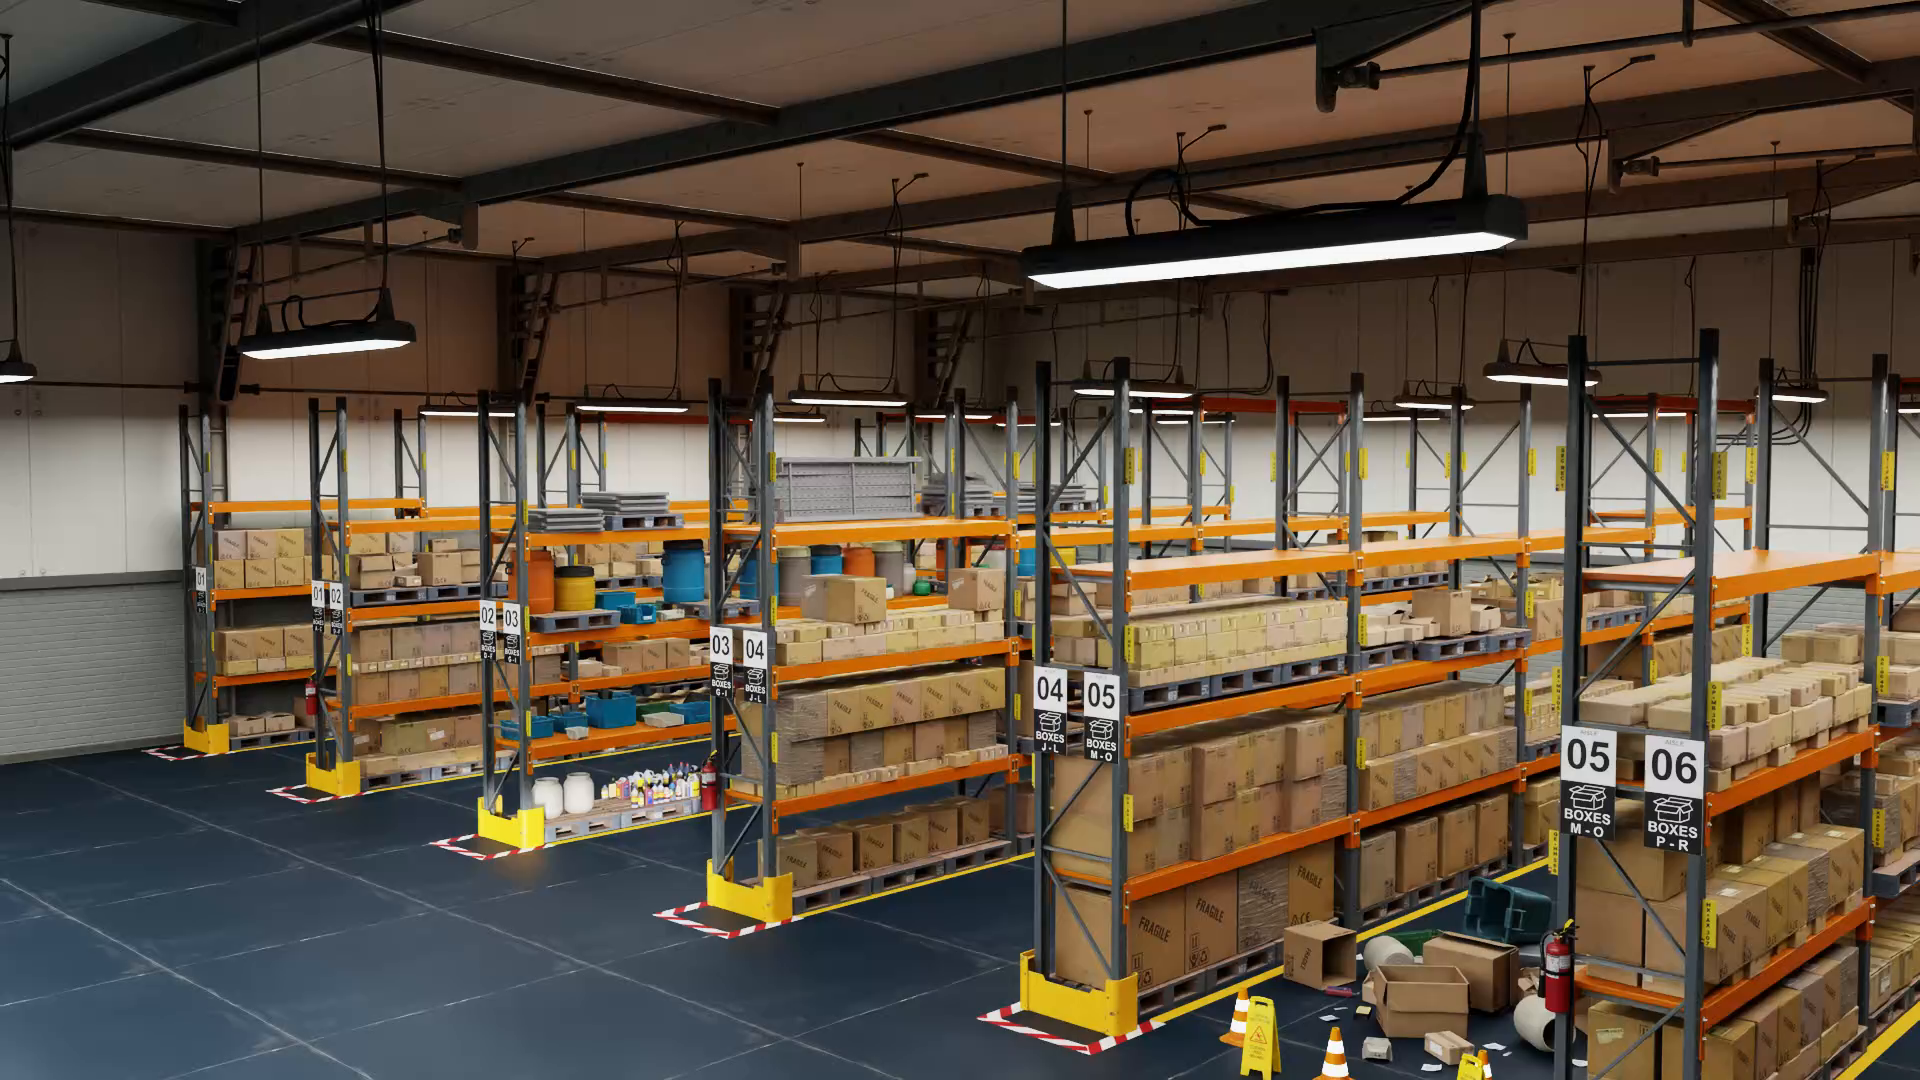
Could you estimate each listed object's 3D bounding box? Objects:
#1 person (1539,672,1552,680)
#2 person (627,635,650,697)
[{"bbox_3d":[8.932,2.929,25.704,0.544,1.788,0.643,0,3,7],"label":"person"},{"bbox_3d":[-6.148,2.589,31.970,0.589,1.773,0.418,-3,4,-44],"label":"person"}]
